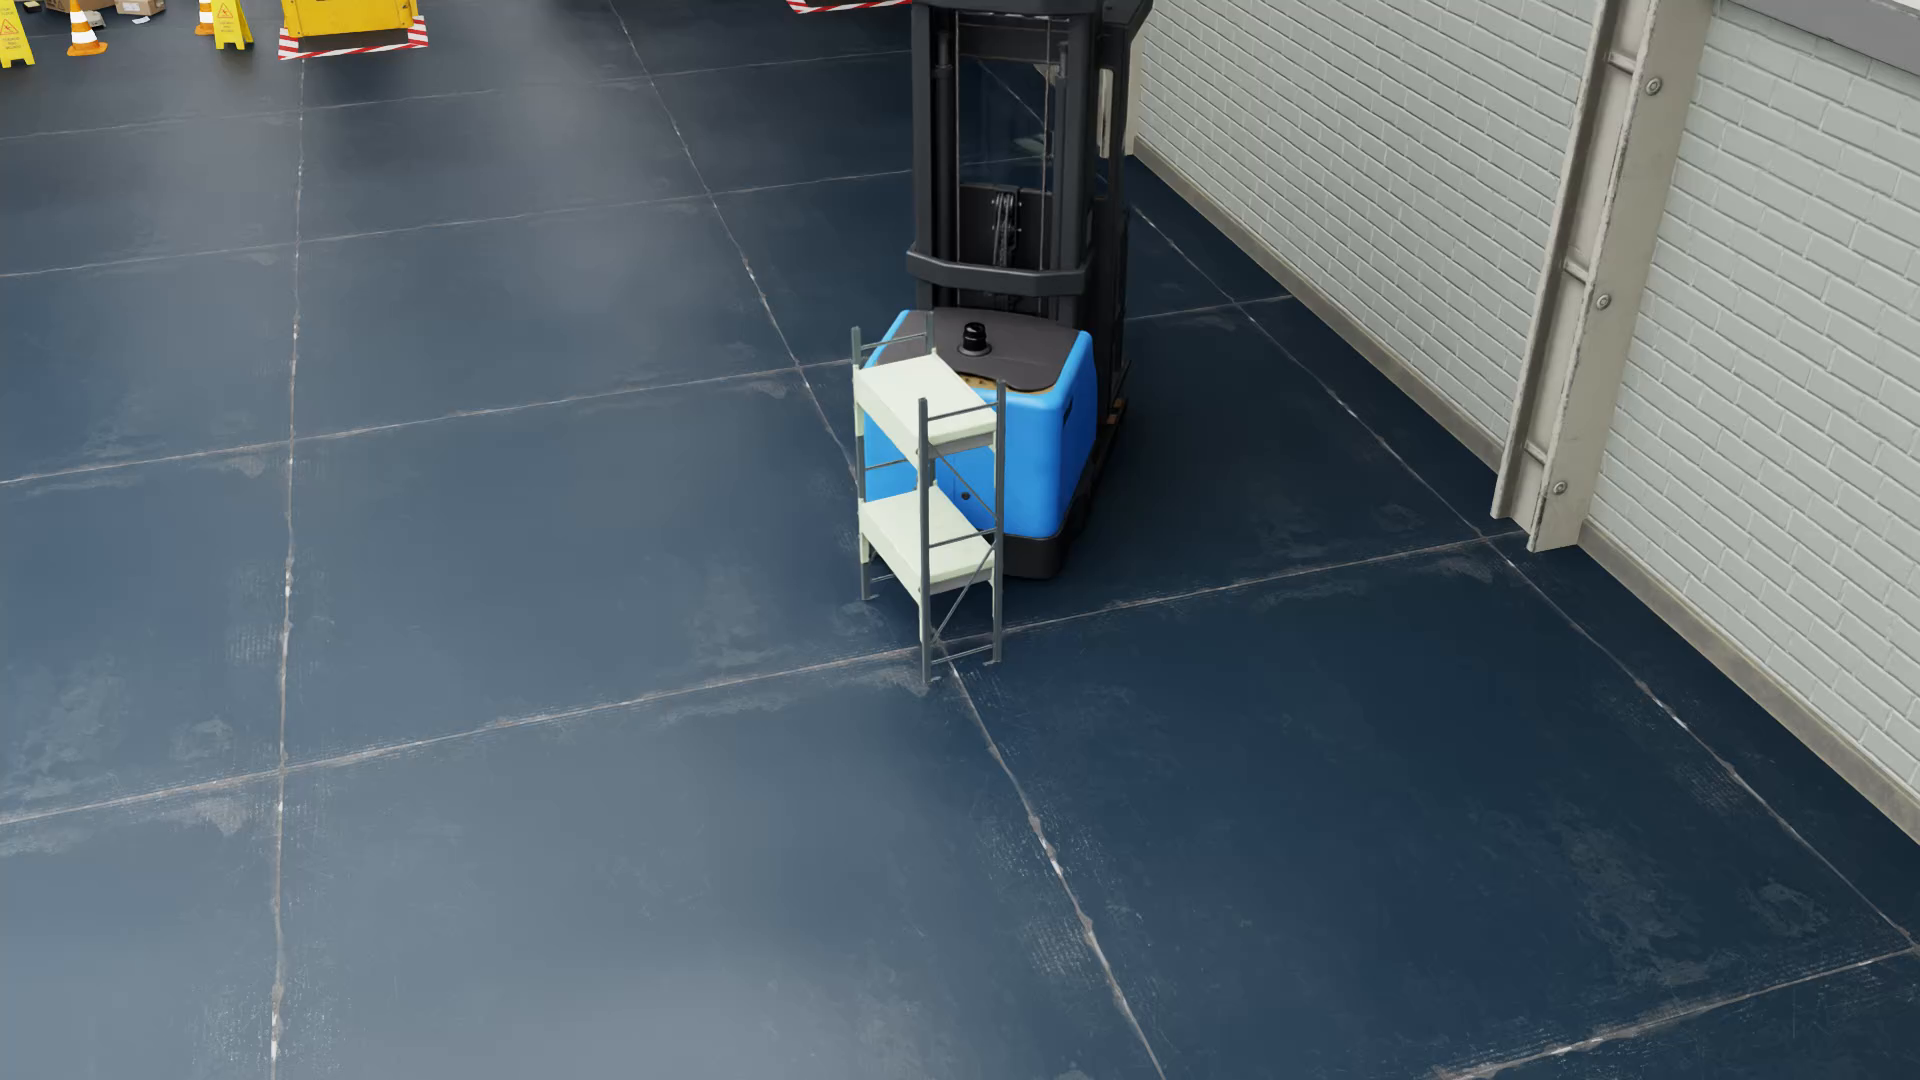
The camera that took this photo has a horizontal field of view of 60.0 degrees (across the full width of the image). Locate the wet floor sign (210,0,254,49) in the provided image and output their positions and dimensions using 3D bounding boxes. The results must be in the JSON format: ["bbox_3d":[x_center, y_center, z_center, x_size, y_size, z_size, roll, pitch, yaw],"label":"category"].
[{"bbox_3d":[-6.933,-5.000,15.731,0.267,0.644,0.232,1,33,2],"label":"wet floor sign"}]

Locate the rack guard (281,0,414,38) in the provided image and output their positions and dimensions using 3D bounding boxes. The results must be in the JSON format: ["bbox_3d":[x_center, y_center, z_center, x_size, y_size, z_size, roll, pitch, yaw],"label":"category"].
[{"bbox_3d":[-5.995,-5.259,16.255,1.175,0.500,0.348,-10,35,-15],"label":"rack guard"}]

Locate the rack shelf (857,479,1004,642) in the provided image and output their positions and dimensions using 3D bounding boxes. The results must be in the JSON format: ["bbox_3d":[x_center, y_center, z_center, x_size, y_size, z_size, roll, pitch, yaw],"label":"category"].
[{"bbox_3d":[-0.147,0.085,7.853,0.431,0.370,0.720,-15,36,-21],"label":"rack shelf"}]

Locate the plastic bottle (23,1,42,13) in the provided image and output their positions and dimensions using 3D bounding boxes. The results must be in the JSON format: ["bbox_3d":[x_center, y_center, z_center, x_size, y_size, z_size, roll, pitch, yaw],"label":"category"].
[{"bbox_3d":[-9.441,-5.426,16.907,0.133,0.061,0.283,-23,40,-31],"label":"plastic bottle"}]

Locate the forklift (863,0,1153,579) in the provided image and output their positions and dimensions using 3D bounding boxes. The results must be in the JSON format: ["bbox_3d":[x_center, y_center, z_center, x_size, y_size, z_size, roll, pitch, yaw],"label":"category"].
[{"bbox_3d":[0.360,-1.834,8.866,1.130,2.935,3.031,8,34,12],"label":"forklift"}]

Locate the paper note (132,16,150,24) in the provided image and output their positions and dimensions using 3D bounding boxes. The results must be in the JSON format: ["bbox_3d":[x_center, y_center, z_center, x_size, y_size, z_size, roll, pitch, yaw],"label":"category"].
[{"bbox_3d":[-8.155,-5.185,16.569,0.148,0.019,0.142,-23,40,-31],"label":"paper note"}]

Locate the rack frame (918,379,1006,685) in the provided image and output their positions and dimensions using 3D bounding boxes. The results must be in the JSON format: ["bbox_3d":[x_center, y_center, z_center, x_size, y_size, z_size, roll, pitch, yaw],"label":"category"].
[{"bbox_3d":[0.010,-0.005,7.397,0.400,1.500,0.023,-15,36,-21],"label":"rack frame"}]

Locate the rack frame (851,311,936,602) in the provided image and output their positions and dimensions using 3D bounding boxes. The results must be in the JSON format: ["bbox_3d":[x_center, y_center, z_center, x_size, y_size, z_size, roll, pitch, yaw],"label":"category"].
[{"bbox_3d":[-0.304,-0.370,7.949,0.400,1.500,0.023,-15,36,-21],"label":"rack frame"}]

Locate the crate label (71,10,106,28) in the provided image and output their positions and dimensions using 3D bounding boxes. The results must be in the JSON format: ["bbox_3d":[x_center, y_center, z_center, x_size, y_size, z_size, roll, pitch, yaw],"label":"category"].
[{"bbox_3d":[-8.583,-5.114,16.364,0.298,0.136,0.250,27,42,34],"label":"crate label"}]

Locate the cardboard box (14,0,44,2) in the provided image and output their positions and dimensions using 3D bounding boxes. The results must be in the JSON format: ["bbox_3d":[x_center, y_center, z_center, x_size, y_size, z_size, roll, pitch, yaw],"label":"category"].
[{"bbox_3d":[-9.597,-5.743,17.200,0.396,0.266,0.258,-4,34,-6],"label":"cardboard box"}]

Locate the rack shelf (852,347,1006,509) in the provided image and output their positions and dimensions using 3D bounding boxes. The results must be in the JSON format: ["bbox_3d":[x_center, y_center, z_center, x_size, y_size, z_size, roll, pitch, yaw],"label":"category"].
[{"bbox_3d":[-0.147,-0.513,7.458,0.431,0.370,0.720,-15,36,-21],"label":"rack shelf"}]

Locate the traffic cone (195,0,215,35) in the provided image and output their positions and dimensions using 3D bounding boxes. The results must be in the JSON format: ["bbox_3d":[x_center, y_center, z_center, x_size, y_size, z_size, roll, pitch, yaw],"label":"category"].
[{"bbox_3d":[-7.331,-5.212,16.218,0.336,0.463,0.334,-10,35,-15],"label":"traffic cone"}]

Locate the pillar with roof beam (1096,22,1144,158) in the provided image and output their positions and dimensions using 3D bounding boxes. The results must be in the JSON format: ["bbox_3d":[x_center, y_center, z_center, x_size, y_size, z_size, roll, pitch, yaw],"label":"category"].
[{"bbox_3d":[-2.869,-6.244,10.038,9.100,9.000,0.400,-10,35,-15],"label":"pillar with roof beam"}]

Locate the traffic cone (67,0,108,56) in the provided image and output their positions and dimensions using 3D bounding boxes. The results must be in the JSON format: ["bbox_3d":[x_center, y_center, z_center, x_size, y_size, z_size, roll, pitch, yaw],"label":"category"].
[{"bbox_3d":[-8.285,-4.847,15.666,0.336,0.463,0.334,-10,35,-15],"label":"traffic cone"}]

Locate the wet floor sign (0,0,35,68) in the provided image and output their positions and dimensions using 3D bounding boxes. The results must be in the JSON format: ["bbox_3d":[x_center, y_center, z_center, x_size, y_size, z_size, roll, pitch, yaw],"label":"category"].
[{"bbox_3d":[-8.760,-4.712,15.295,0.267,0.644,0.232,-16,37,-23],"label":"wet floor sign"}]

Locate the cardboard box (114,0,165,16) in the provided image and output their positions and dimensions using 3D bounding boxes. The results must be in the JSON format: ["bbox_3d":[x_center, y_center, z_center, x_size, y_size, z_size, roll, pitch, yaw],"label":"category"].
[{"bbox_3d":[-8.295,-5.421,16.818,0.380,0.149,0.250,7,34,10],"label":"cardboard box"}]

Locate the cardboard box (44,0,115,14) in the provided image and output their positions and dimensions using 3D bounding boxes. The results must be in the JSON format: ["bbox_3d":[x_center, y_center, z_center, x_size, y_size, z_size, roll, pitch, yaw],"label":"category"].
[{"bbox_3d":[-8.918,-5.717,16.945,0.637,0.503,0.797,19,38,26],"label":"cardboard box"}]

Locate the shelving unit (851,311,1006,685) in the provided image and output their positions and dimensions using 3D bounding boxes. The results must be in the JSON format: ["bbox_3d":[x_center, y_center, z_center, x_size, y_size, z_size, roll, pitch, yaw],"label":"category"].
[{"bbox_3d":[-0.147,-0.187,7.673,0.431,1.500,0.755,-15,36,-21],"label":"shelving unit"}]

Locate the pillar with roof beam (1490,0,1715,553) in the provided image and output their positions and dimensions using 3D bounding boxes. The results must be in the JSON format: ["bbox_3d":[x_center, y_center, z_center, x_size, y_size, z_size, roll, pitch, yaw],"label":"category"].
[{"bbox_3d":[-1.039,-3.094,5.270,9.100,9.000,0.400,-10,35,-15],"label":"pillar with roof beam"}]
